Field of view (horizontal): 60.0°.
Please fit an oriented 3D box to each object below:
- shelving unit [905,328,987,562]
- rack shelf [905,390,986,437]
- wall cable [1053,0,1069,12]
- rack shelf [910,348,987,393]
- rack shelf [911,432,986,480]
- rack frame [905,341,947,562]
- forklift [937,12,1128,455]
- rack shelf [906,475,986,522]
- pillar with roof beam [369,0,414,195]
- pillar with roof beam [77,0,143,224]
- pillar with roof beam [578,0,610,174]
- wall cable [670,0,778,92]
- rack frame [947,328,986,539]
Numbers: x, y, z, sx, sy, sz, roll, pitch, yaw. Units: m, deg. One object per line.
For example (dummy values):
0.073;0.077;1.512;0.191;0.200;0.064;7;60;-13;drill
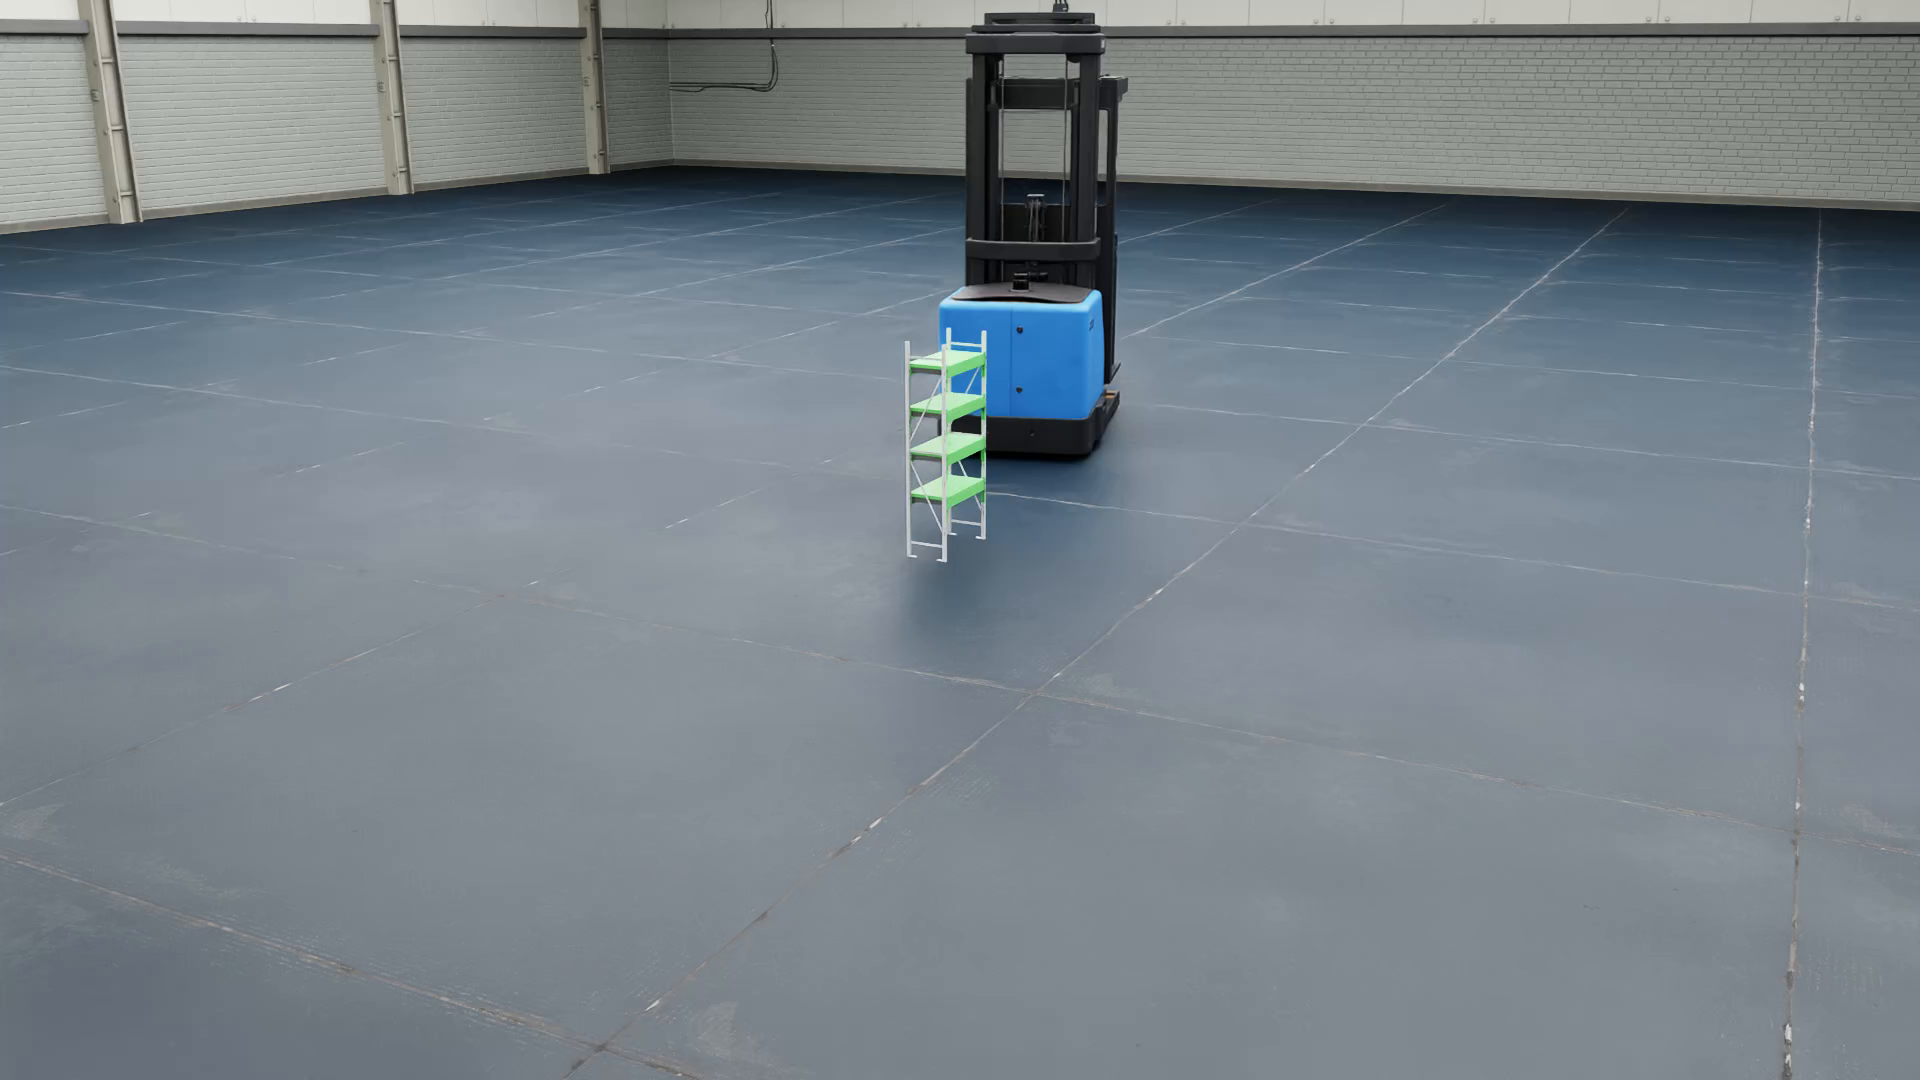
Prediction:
-0.074;-0.533;9.212;0.258;1.200;0.503;8;18;25;shelving unit
-0.074;-0.702;9.161;0.258;0.148;0.480;8;18;25;rack shelf
2.965;-13.468;33.089;2.305;6.003;0.169;8;18;25;wall cable
-0.074;-0.932;9.093;0.258;0.148;0.480;8;18;25;rack shelf
-0.074;-0.472;9.230;0.258;0.148;0.480;8;18;25;rack shelf
-0.183;-0.471;9.002;0.240;1.200;0.015;8;18;25;rack frame
0.631;-2.358;12.315;1.130;2.935;3.031;3;17;11;forklift
-0.074;-0.242;9.298;0.258;0.148;0.480;8;18;25;rack shelf
-6.850;-10.391;28.704;9.100;9.000;0.400;8;18;25;pillar with roof beam
-9.531;-8.863;23.559;9.100;9.000;0.400;8;18;25;pillar with roof beam
-4.169;-11.919;33.850;9.100;9.000;0.400;8;18;25;pillar with roof beam
-5.521;-11.561;38.096;3.097;2.526;0.112;8;18;25;wall cable
0.035;-0.595;9.421;0.240;1.200;0.015;8;18;25;rack frame
